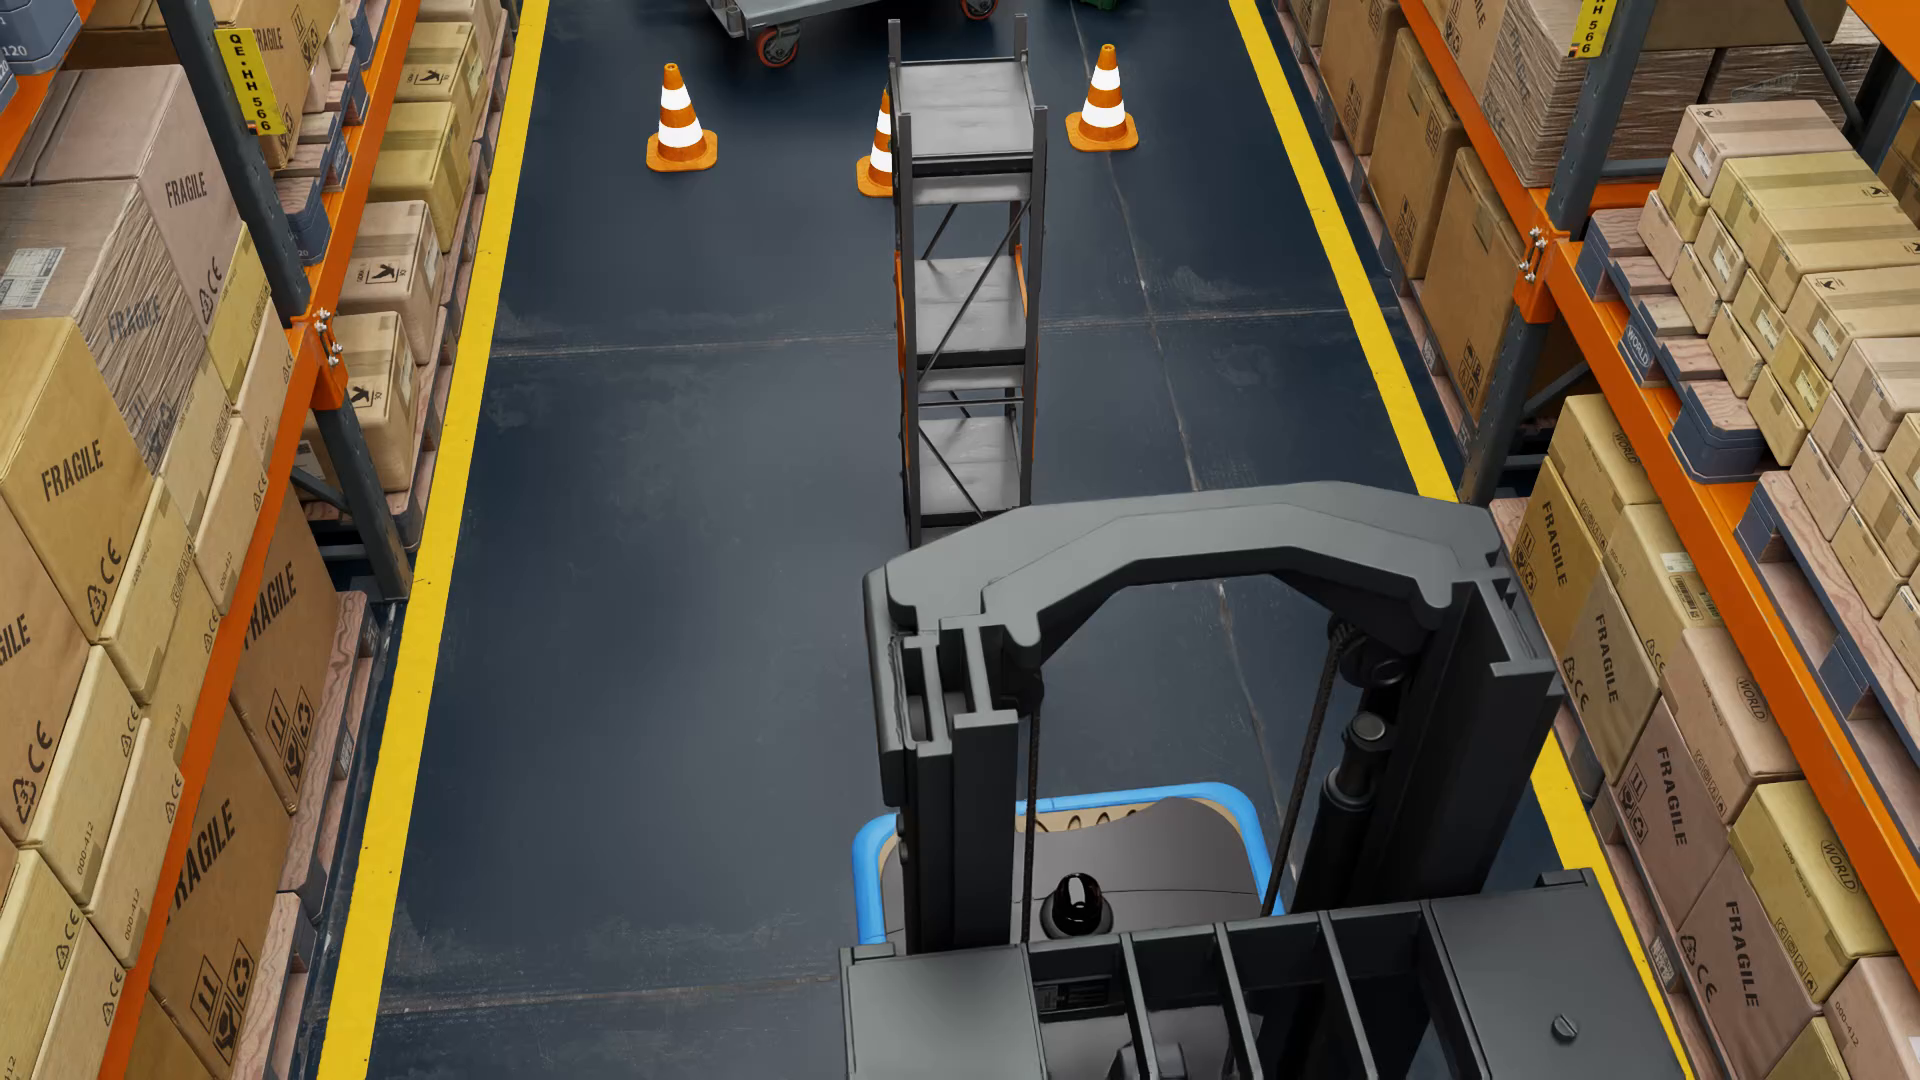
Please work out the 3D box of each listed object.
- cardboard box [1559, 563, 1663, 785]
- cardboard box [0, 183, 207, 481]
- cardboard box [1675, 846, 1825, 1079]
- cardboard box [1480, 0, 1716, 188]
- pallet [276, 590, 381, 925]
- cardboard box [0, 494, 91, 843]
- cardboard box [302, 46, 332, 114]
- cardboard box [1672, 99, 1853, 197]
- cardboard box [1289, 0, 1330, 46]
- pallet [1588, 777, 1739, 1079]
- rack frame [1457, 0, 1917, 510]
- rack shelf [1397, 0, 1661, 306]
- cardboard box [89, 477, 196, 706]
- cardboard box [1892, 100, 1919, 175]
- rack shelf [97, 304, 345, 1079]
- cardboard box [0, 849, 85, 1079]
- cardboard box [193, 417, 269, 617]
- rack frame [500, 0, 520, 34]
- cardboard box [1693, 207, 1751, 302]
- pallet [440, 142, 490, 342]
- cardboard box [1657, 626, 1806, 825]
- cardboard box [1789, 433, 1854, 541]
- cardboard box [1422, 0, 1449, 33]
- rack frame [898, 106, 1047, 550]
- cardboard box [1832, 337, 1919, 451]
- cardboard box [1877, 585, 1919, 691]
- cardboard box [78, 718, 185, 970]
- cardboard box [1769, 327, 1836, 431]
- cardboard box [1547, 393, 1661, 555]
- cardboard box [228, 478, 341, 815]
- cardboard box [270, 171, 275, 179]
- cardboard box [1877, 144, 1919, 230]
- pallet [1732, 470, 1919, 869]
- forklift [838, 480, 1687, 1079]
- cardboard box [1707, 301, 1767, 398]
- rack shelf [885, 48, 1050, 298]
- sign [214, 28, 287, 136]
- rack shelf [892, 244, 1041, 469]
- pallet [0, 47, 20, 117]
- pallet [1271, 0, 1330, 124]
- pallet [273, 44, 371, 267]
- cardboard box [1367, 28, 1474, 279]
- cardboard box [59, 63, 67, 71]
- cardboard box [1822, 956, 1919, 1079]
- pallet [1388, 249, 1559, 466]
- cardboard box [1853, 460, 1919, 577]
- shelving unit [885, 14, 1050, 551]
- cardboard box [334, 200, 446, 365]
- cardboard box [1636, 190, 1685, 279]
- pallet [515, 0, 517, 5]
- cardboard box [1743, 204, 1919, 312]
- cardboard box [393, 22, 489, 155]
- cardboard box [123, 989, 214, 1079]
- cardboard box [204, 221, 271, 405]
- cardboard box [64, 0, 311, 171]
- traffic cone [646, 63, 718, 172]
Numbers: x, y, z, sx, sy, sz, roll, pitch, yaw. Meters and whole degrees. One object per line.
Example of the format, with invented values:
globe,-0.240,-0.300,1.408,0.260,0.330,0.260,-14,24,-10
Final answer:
cardboard box,2.271,0.409,5.229,0.500,0.500,0.500,-3,47,-3
cardboard box,-2.149,-0.472,3.874,0.500,0.500,0.500,-3,47,-3
cardboard box,2.361,1.149,4.528,0.500,0.500,0.500,-4,47,-4
cardboard box,2.115,-1.541,5.575,0.500,0.500,0.500,-3,47,-3
pallet,-2.513,0.711,5.432,1.003,0.211,1.213,-3,47,-3
cardboard box,-2.079,0.254,3.186,0.500,0.500,0.500,-4,47,-4
cardboard box,-2.313,-1.535,5.522,0.380,0.149,0.250,-6,47,-6
cardboard box,2.266,-1.110,4.710,0.380,0.149,0.250,-3,47,-3
cardboard box,2.227,-3.018,8.303,1.050,0.750,0.750,-4,47,-3
pallet,2.583,1.208,4.961,1.003,0.211,1.213,-3,47,-3
rack frame,2.420,-1.197,5.318,1.000,3.000,0.127,-3,47,-3
rack shelf,2.253,-2.397,6.949,1.077,0.370,4.000,-3,47,-3
cardboard box,-2.100,0.131,3.819,0.500,0.250,0.500,-5,47,-4
cardboard box,2.918,-1.133,4.731,0.380,0.149,0.250,-5,47,-5
rack shelf,-2.336,0.871,3.854,1.077,0.370,4.000,-3,47,-3
cardboard box,-2.012,0.873,3.116,0.500,0.250,0.500,-3,47,-3
cardboard box,-2.144,-0.053,4.337,0.500,0.250,0.500,-3,47,-3
rack frame,-2.839,-3.717,7.705,1.000,3.000,0.127,-3,47,-3
cardboard box,2.286,-0.799,4.620,0.380,0.149,0.250,-1,47,-1
pallet,-2.667,-1.310,7.346,1.003,0.211,1.213,-3,47,-3
cardboard box,2.308,0.499,4.627,0.500,0.250,0.500,-3,47,-3
cardboard box,2.351,-0.142,4.203,0.380,0.149,0.250,-2,47,-2
cardboard box,2.033,-2.264,6.259,0.500,0.500,0.500,-4,47,-4
rack frame,0.034,-0.426,5.207,0.400,2.100,0.015,-3,47,-3
cardboard box,2.354,-0.354,3.994,0.380,0.149,0.250,-2,47,-1
cardboard box,2.390,0.228,3.852,0.380,0.149,0.250,-5,47,-5
cardboard box,-2.047,0.680,3.644,0.500,0.250,0.500,-4,47,-4
cardboard box,2.333,-0.424,4.265,0.380,0.149,0.250,-3,47,-3
cardboard box,2.237,-0.226,5.314,0.500,0.250,0.500,-5,47,-5
cardboard box,-2.529,0.268,5.105,0.875,0.875,0.875,-4,47,-4
cardboard box,-2.346,-1.128,5.136,0.380,0.149,0.250,-6,47,-6
cardboard box,2.916,-1.028,4.836,0.380,0.149,0.250,-3,47,-2
pallet,2.627,0.299,4.033,1.003,0.211,1.213,-3,47,-3
forklift,0.406,1.441,2.867,1.130,2.935,3.031,-5,47,-5
cardboard box,2.302,-0.530,4.570,0.380,0.149,0.250,-1,47,-1
rack shelf,0.014,-1.074,4.876,0.431,0.518,0.480,-3,47,-3
sign,-1.951,-1.257,4.577,0.100,0.325,0.005,-3,47,-3
rack shelf,0.014,-0.593,5.384,0.431,0.518,0.480,-3,47,-3
pallet,-2.300,-0.518,2.739,1.003,0.211,1.213,-2,47,-1
pallet,2.225,-2.579,8.547,1.003,0.211,1.213,-3,47,-3
pallet,-2.670,-1.266,5.515,1.213,0.211,1.003,-3,47,-3
cardboard box,2.383,-1.646,7.003,1.050,0.750,0.750,-3,47,-3
cardboard box,-2.819,-1.416,4.962,0.500,0.500,0.500,-5,47,-4
cardboard box,2.411,1.258,3.909,0.500,0.250,0.500,-1,47,-1
pallet,2.430,-0.813,6.875,1.003,0.211,1.213,-3,47,-3
cardboard box,2.370,-0.064,3.923,0.380,0.149,0.250,-4,47,-4
shelving unit,0.014,-0.602,5.374,0.431,2.100,0.503,-3,47,-3
cardboard box,-2.611,-1.007,6.658,0.950,0.372,0.625,-4,47,-4
cardboard box,2.257,-0.919,4.938,0.380,0.149,0.250,-4,47,-4
pallet,-2.930,-3.242,9.175,1.003,0.211,1.213,-3,47,-3
cardboard box,2.307,-0.742,4.360,0.380,0.149,0.250,-4,47,-4
cardboard box,-2.729,-2.059,7.654,0.950,0.372,0.625,-1,47,-1
cardboard box,-2.384,1.560,3.880,0.875,0.875,0.875,-2,47,-2
cardboard box,-2.210,-0.608,4.519,0.500,0.250,0.500,-4,47,-3
cardboard box,-2.311,-1.444,4.989,0.500,0.500,0.500,-5,47,-4
traffic cone,-1.340,-2.033,7.857,0.336,0.463,0.334,-3,47,-3
